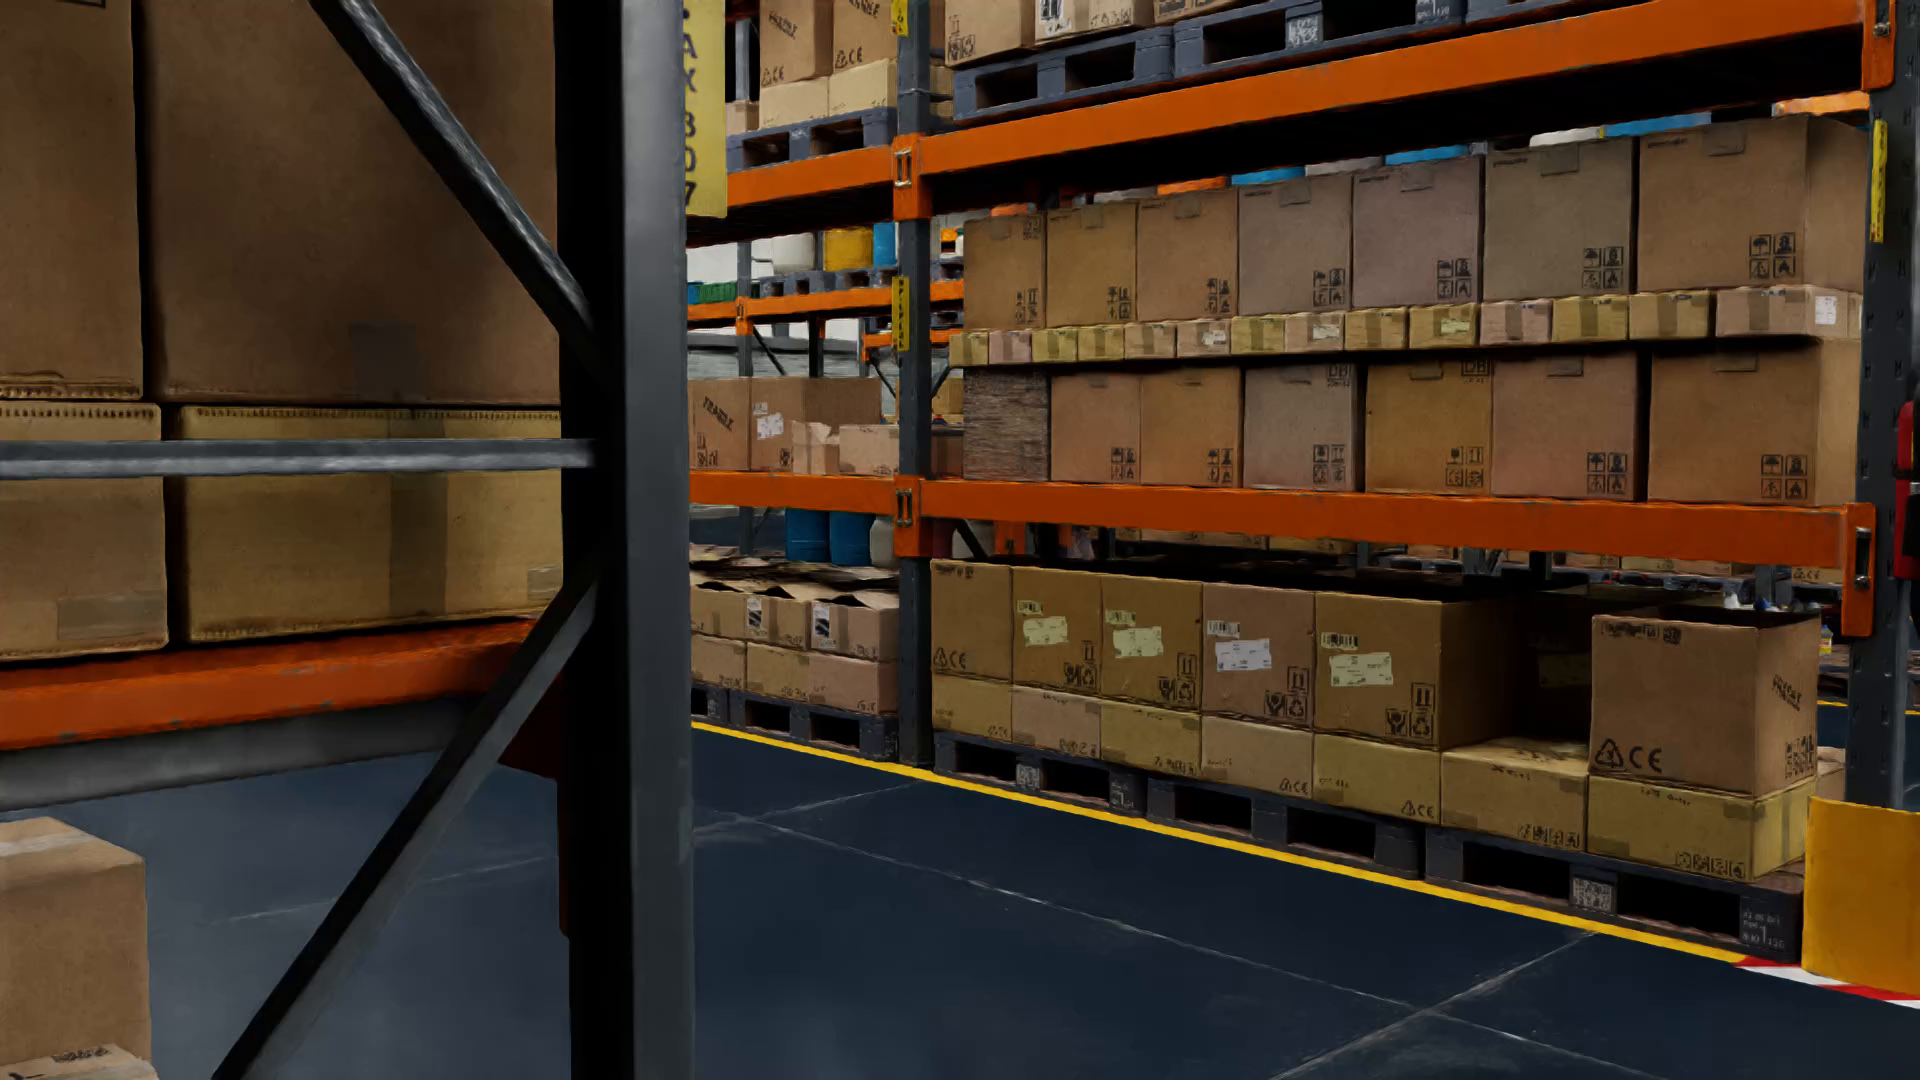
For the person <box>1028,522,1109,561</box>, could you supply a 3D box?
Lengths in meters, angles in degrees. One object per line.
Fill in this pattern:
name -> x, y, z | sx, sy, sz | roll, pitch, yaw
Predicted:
person -> 0.715, -0.039, 10.827 | 0.493, 1.689, 0.710 | 3, 5, 34
